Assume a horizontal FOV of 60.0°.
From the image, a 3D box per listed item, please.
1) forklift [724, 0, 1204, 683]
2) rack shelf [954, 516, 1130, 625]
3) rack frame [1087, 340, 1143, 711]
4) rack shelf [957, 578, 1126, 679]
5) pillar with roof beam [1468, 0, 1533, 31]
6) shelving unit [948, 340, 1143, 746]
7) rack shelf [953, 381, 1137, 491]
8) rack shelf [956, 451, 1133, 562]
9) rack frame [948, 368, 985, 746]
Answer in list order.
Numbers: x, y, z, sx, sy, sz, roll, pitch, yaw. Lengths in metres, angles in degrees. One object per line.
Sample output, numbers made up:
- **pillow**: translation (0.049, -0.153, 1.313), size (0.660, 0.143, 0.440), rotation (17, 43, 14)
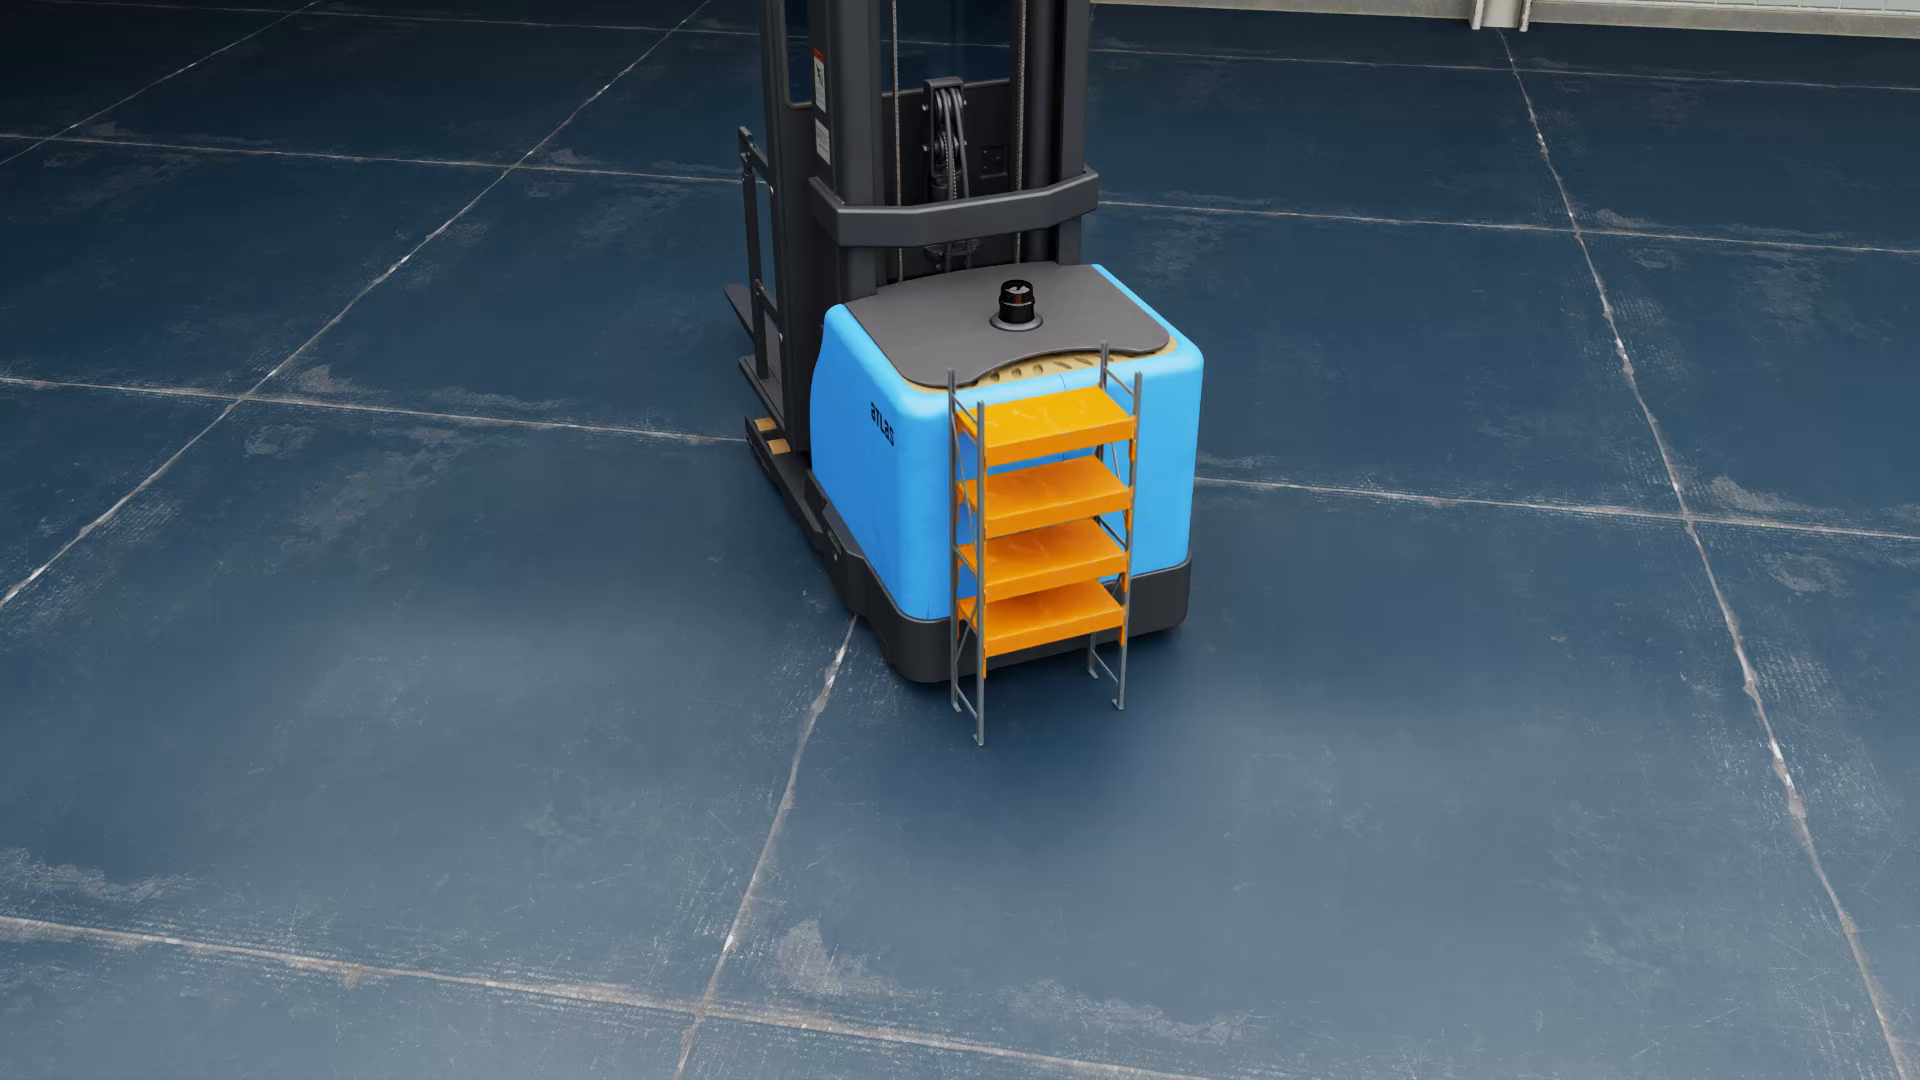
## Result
- **forklift**: translation (-0.227, -1.551, 5.966), size (1.130, 2.935, 3.031), rotation (-12, 34, -18)
- **rack shelf**: translation (0.247, 0.085, 5.107), size (0.480, 0.148, 0.258), rotation (-12, 33, -18)
- **rack frame**: translation (0.473, -0.021, 5.149), size (0.015, 1.200, 0.240), rotation (-12, 33, -18)
- **rack shelf**: translation (0.248, 0.254, 5.210), size (0.480, 0.148, 0.258), rotation (-12, 33, -18)
- **pillar with roof beam**: translation (3.277, -5.400, 6.396), size (0.400, 9.000, 9.100), rotation (5, 32, 8)
- **shelving unit**: translation (0.246, 0.027, 5.072), size (0.503, 1.200, 0.258), rotation (-12, 33, -18)
- **rack shelf**: translation (0.245, -0.308, 4.868), size (0.480, 0.148, 0.258), rotation (-12, 33, -18)
- **rack shelf**: translation (0.246, -0.106, 4.991), size (0.480, 0.148, 0.258), rotation (-12, 33, -18)
- **rack frame**: translation (0.020, 0.076, 4.995), size (0.015, 1.200, 0.240), rotation (-12, 33, -18)
